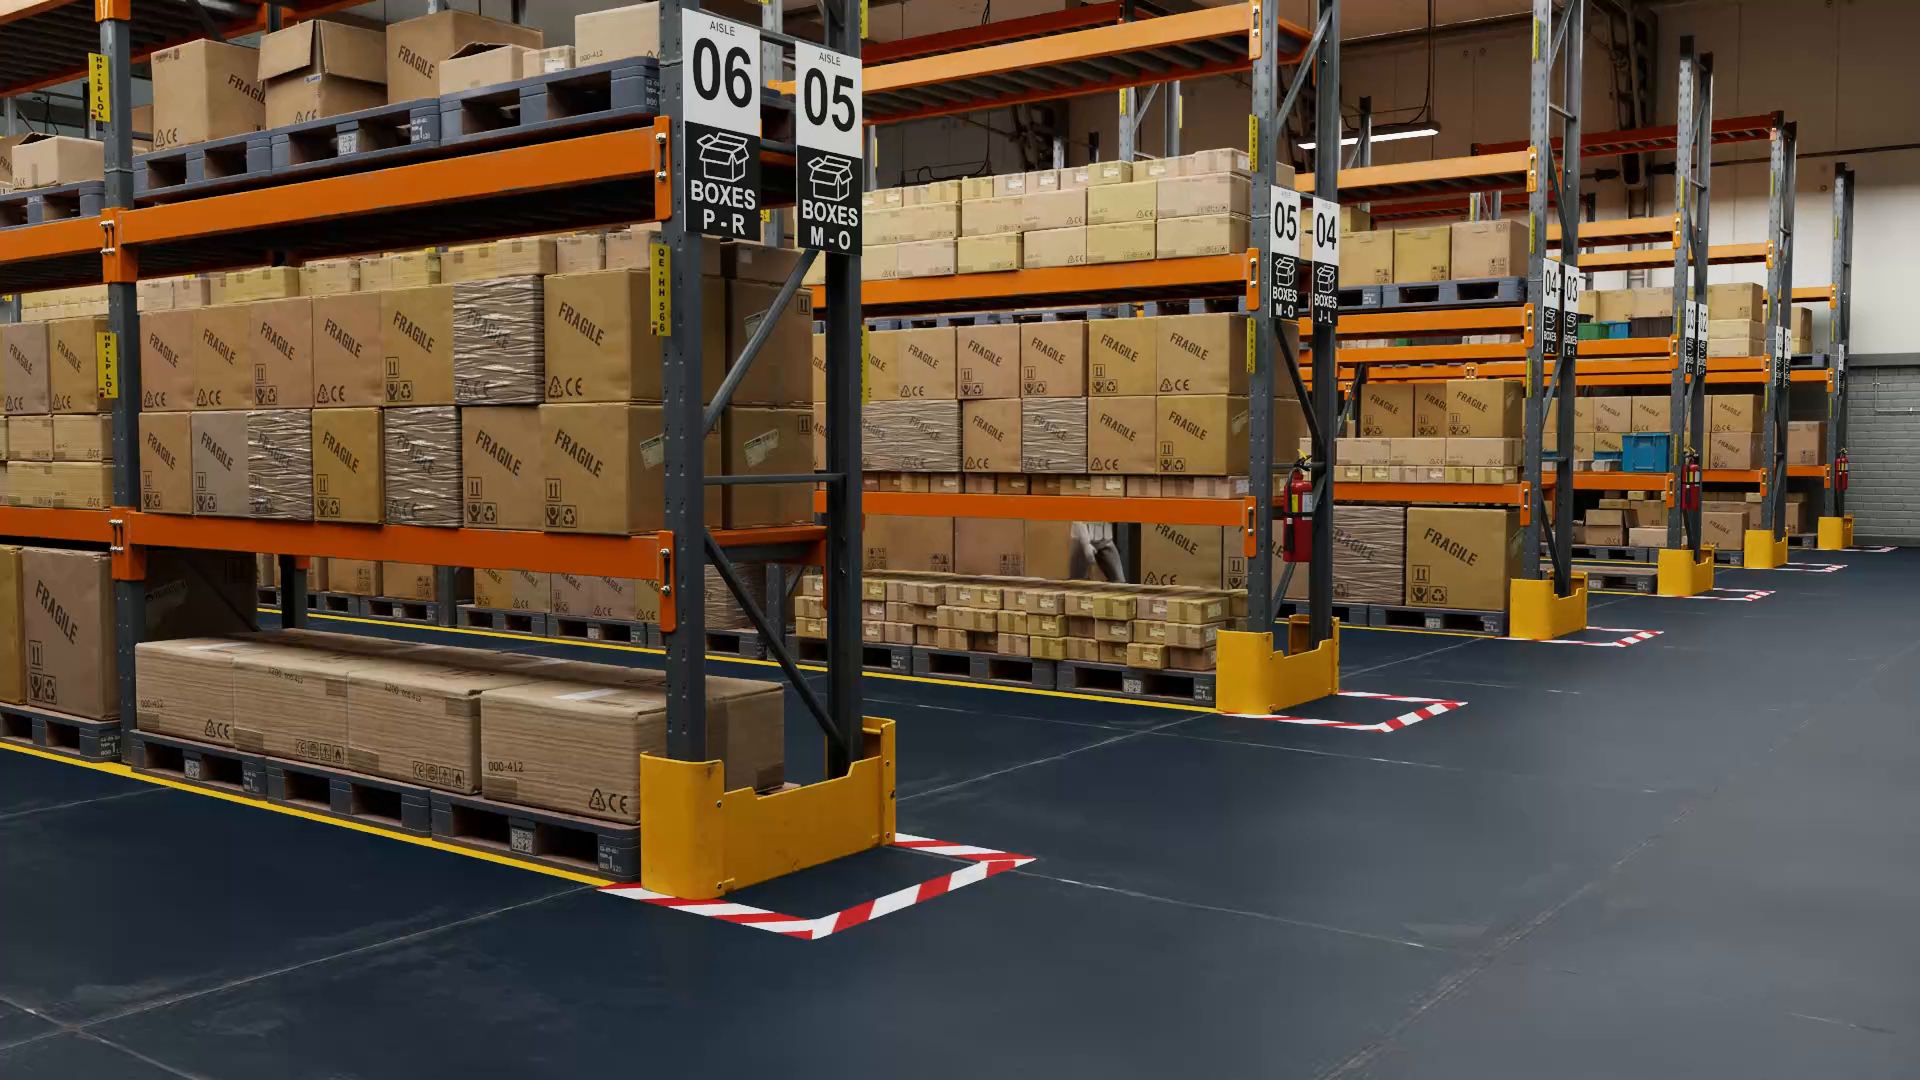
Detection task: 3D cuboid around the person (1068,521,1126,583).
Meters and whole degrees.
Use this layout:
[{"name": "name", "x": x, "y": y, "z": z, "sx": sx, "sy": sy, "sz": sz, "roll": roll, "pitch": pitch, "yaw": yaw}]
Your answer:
[{"name": "person", "x": 1.136, "y": 0.023, "z": 13.491, "sx": 0.535, "sy": 1.618, "sz": 0.935, "roll": -3, "pitch": 4, "yaw": -42}]
